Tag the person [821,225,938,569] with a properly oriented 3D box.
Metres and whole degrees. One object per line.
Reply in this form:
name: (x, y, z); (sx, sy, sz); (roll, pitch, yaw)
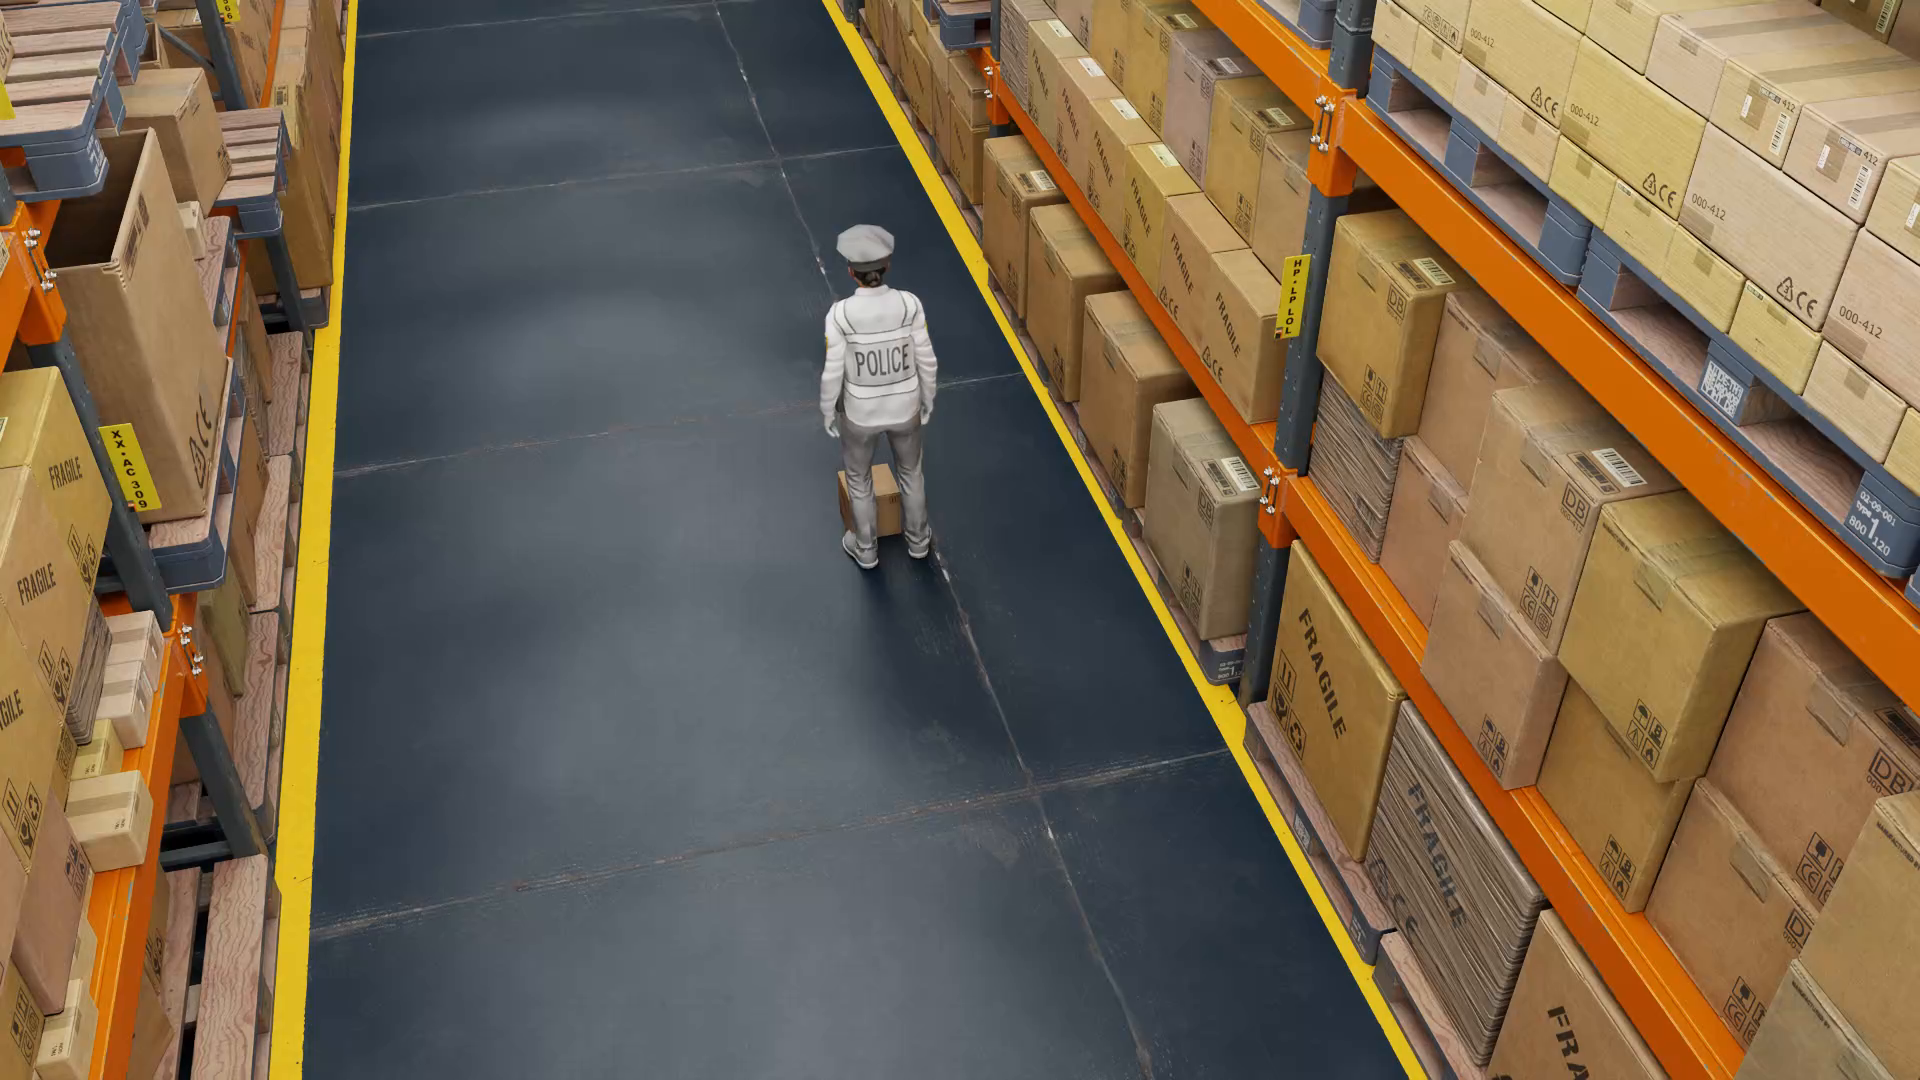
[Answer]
person: (-0.363, -0.591, 7.461); (0.528, 1.656, 0.375); (-9, 39, -12)
